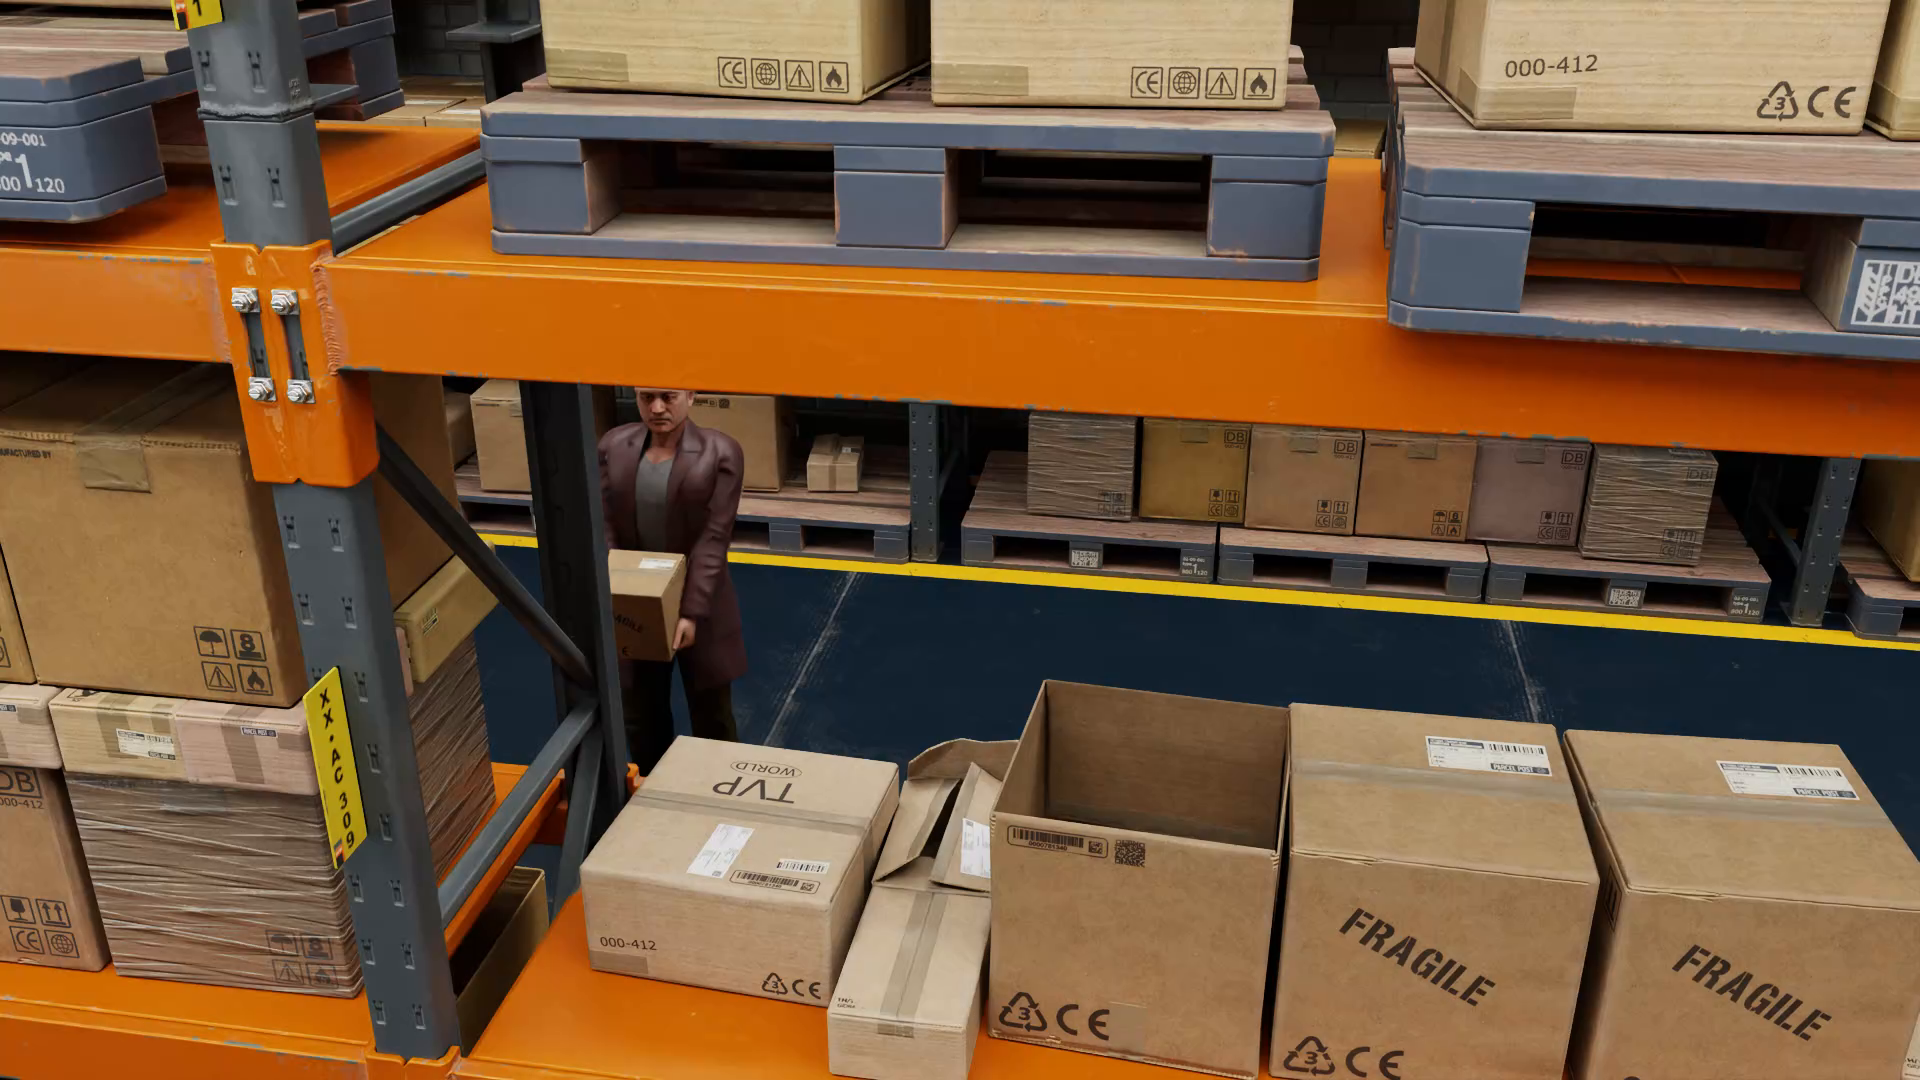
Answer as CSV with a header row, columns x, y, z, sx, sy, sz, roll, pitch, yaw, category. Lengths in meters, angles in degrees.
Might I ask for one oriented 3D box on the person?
x,y,z,sx,sy,sz,roll,pitch,yaw,category
-0.980,0.282,5.512,0.524,1.779,0.545,4,25,8,person
